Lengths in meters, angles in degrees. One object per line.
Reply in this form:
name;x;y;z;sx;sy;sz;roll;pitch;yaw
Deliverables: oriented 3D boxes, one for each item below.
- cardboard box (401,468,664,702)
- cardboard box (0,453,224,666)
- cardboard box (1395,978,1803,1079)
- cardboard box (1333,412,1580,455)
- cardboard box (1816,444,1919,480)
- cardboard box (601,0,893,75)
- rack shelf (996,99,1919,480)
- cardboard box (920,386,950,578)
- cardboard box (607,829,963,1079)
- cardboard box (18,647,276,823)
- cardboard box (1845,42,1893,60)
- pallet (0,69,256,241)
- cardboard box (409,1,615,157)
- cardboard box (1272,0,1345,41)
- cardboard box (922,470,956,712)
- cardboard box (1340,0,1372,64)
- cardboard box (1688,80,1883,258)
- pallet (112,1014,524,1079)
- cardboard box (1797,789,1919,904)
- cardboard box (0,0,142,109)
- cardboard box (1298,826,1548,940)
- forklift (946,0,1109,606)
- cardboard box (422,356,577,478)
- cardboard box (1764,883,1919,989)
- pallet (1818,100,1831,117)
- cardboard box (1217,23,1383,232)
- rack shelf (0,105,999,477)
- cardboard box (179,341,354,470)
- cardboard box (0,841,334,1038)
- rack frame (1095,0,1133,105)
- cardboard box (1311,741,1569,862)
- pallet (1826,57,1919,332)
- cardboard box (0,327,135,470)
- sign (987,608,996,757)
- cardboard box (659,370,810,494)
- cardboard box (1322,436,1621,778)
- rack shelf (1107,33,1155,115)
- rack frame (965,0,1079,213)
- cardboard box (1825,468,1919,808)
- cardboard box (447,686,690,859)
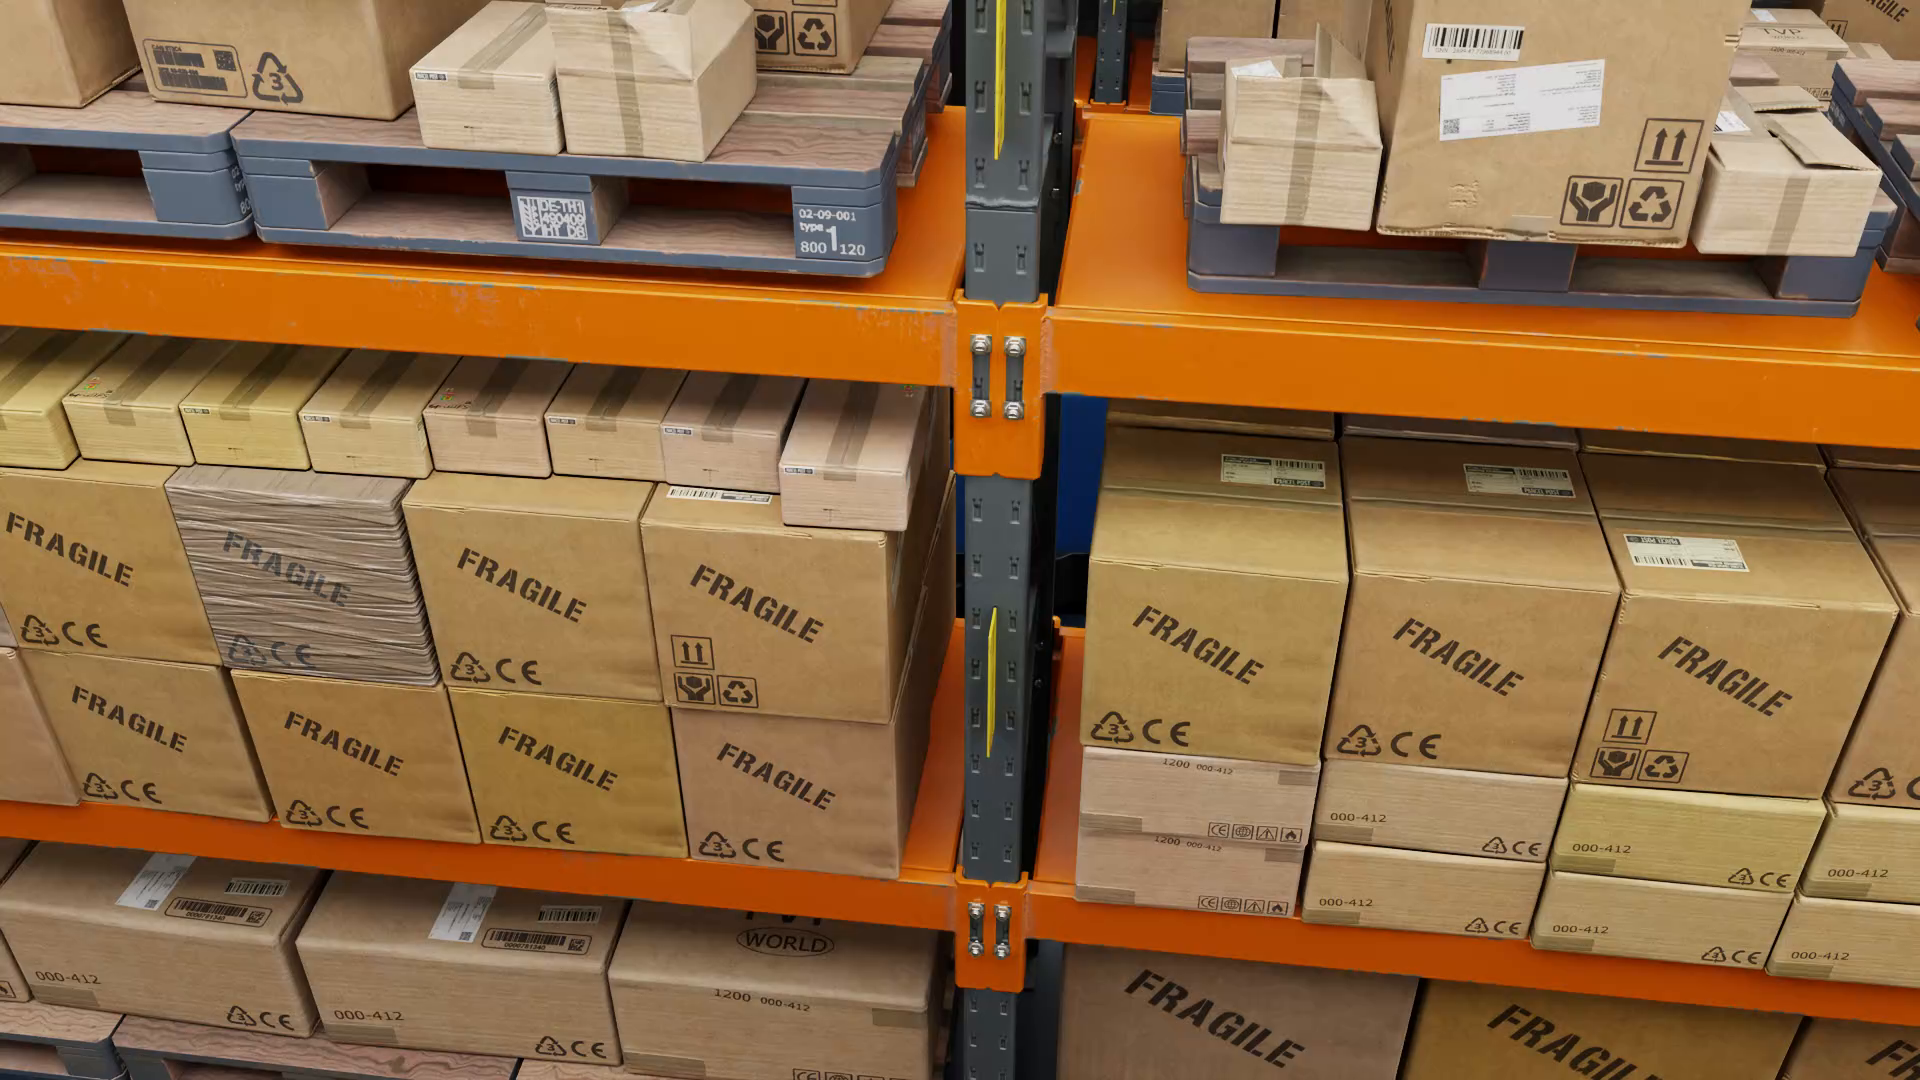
cardboard box;-0.871;-0.004;3.727;0.500;0.500;0.500;4;36;5
cardboard box;-1.873;-0.078;3.831;0.500;0.500;0.500;4;36;6
cardboard box;1.657;1.118;4.569;0.875;0.875;0.875;5;36;7
cardboard box;1.124;-0.164;3.950;0.500;0.500;0.500;5;36;7
cardboard box;2.140;-0.085;3.840;0.500;0.500;0.500;5;36;7
cardboard box;-0.422;-1.276;3.340;0.500;0.500;0.500;5;36;7
rack shelf;2.118;-0.418;3.291;4.000;0.370;1.077;4;36;6
cardboard box;-0.307;-0.261;4.086;0.500;0.500;0.500;4;36;6
cardboard box;-0.474;1.125;4.935;0.875;0.438;0.875;4;36;5
cardboard box;-1.887;0.323;4.129;0.500;0.500;0.500;5;36;8
cardboard box;4.030;-2.099;7.463;0.250;0.149;0.380;5;36;7
pallet;-1.882;-0.981;3.537;1.213;0.211;1.003;4;36;6
cardboard box;-0.802;-0.851;3.047;0.250;0.149;0.380;5;36;7
cardboard box;1.728;-2.507;7.733;0.500;0.500;0.700;5;36;6
cardboard box;-0.297;0.135;4.392;0.500;0.500;0.500;5;36;7
cardboard box;1.036;-1.050;3.272;0.500;0.311;0.500;4;36;6
cardboard box;1.345;-0.640;2.822;0.250;0.166;0.380;2;36;3
pallet;-1.823;1.307;5.238;1.213;0.211;1.003;4;36;6
cardboard box;2.055;0.526;3.630;0.500;0.250;0.500;3;36;5
cardboard box;-1.852;-1.172;3.194;0.500;0.500;0.500;5;36;7
cardboard box;1.051;0.645;3.893;0.500;0.250;0.500;3;36;5
forklift;-0.625;-1.196;6.403;3.031;2.935;1.130;0;36;0
cardboard box;-0.958;-0.304;3.589;0.250;0.149;0.380;4;36;6
cardboard box;2.052;0.734;3.768;0.500;0.250;0.500;4;36;5
pallet;4.049;-2.134;7.823;1.003;0.211;1.213;4;36;6
cardboard box;0.586;-0.737;2.872;0.258;0.266;0.396;4;36;6
rack shelf;-1.849;-0.714;3.706;4.000;0.370;1.077;4;36;6
cardboard box;-1.471;-0.320;3.612;0.250;0.149;0.380;4;36;5
cardboard box;-2.257;0.992;5.122;0.875;0.438;0.875;5;36;7
rack frame;0.763;-2.499;8.169;0.127;3.000;1.000;4;36;6
cardboard box;1.056;0.437;3.755;0.500;0.250;0.500;5;36;7
pallet;2.347;-0.584;3.067;1.213;0.211;1.003;6;36;8
cardboard box;-1.983;-0.321;3.613;0.250;0.149;0.380;3;36;5
sign;0.066;0.297;3.438;0.005;0.325;0.100;4;36;6
cardboard box;-0.459;-0.271;3.543;0.250;0.149;0.380;5;36;7
cardboard box;1.043;0.134;3.533;0.500;0.500;0.500;4;36;6
rack shelf;2.747;-2.058;8.170;4.000;0.370;1.077;4;36;6
rack frame;0.135;-2.080;2.418;0.127;3.000;1.000;4;36;6
cardboard box;2.053;0.207;3.431;0.500;0.500;0.500;4;36;5
cardboard box;-0.869;0.399;4.023;0.500;0.500;0.500;3;36;5
